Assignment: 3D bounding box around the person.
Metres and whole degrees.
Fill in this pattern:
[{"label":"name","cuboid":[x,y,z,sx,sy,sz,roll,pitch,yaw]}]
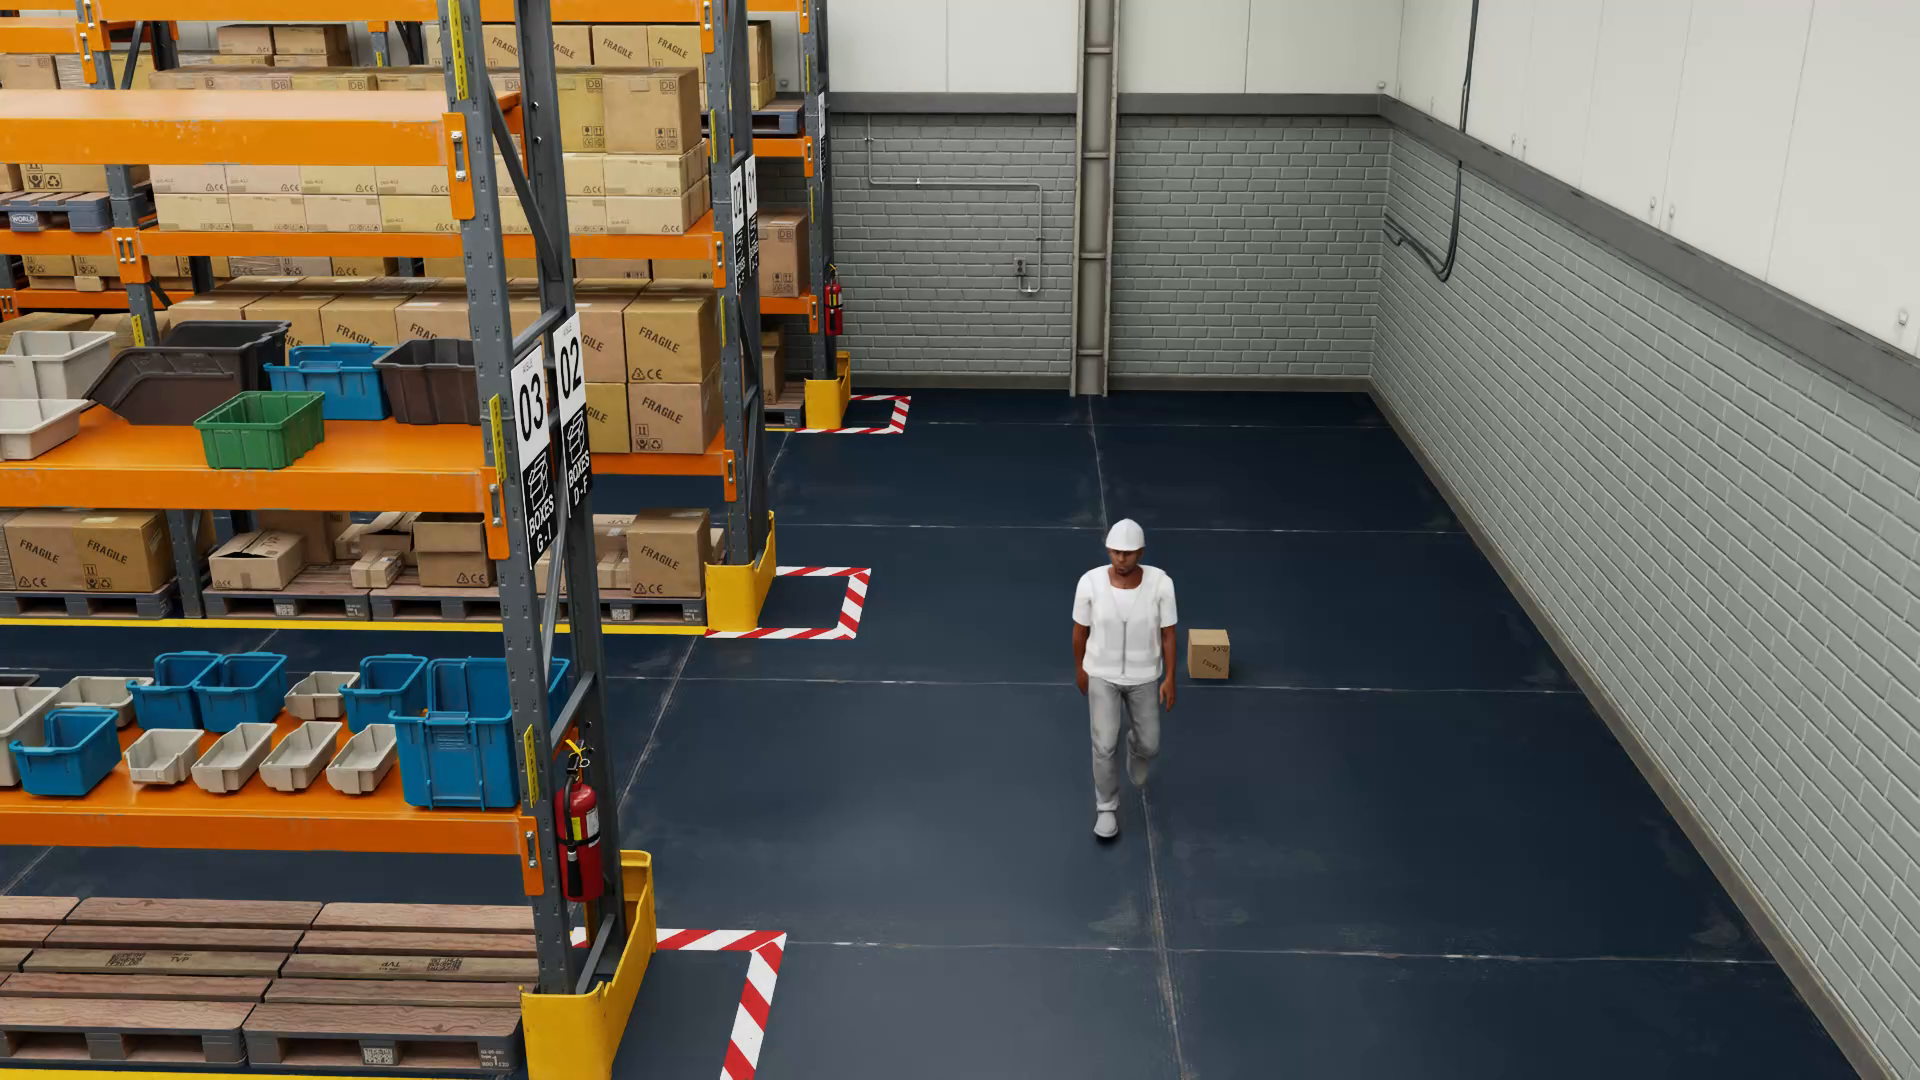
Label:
[{"label":"person","cuboid":[0.897,0.710,9.099,0.576,1.746,0.707,1,21,4]}]
